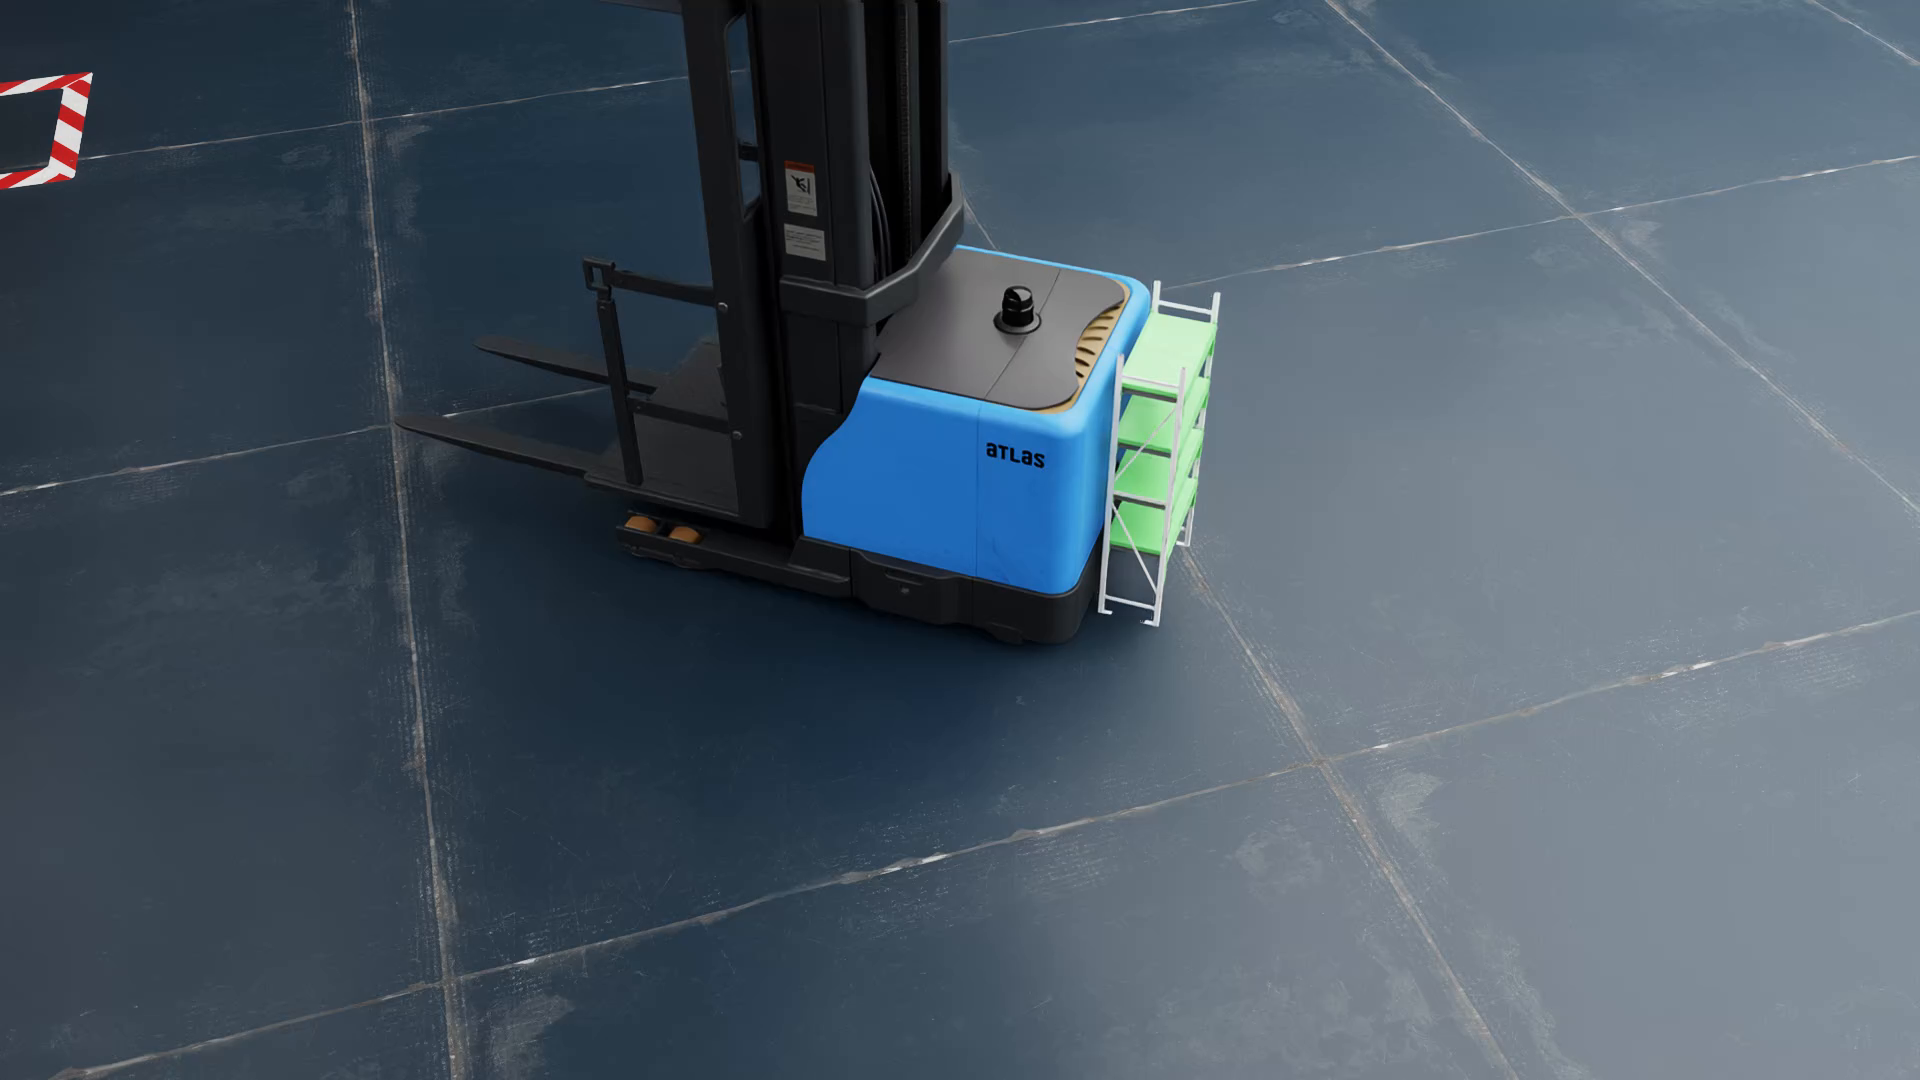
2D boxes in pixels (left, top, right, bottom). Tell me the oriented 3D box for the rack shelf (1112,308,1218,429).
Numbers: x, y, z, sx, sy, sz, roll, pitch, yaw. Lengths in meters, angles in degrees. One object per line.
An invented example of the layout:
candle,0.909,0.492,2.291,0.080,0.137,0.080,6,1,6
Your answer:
rack shelf,0.732,-0.614,5.909,0.258,0.148,0.480,13,43,15

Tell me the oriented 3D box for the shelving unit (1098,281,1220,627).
shelving unit,0.731,-0.301,6.182,0.258,1.200,0.503,13,43,15

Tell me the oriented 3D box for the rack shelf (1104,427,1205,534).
rack shelf,0.731,-0.253,6.225,0.258,0.148,0.480,13,43,15

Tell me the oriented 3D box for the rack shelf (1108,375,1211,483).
rack shelf,0.731,-0.434,6.067,0.258,0.148,0.480,13,43,15

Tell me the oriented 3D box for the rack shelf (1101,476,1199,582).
rack shelf,0.731,-0.072,6.382,0.258,0.148,0.480,13,43,15

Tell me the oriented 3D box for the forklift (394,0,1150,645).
forklift,-0.844,-1.304,6.014,3.031,2.935,1.130,13,43,15

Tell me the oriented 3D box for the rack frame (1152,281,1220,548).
rack frame,0.814,-0.452,6.355,0.240,1.200,0.015,13,43,15

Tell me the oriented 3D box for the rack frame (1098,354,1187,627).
rack frame,0.649,-0.150,6.010,0.240,1.200,0.015,13,43,15
